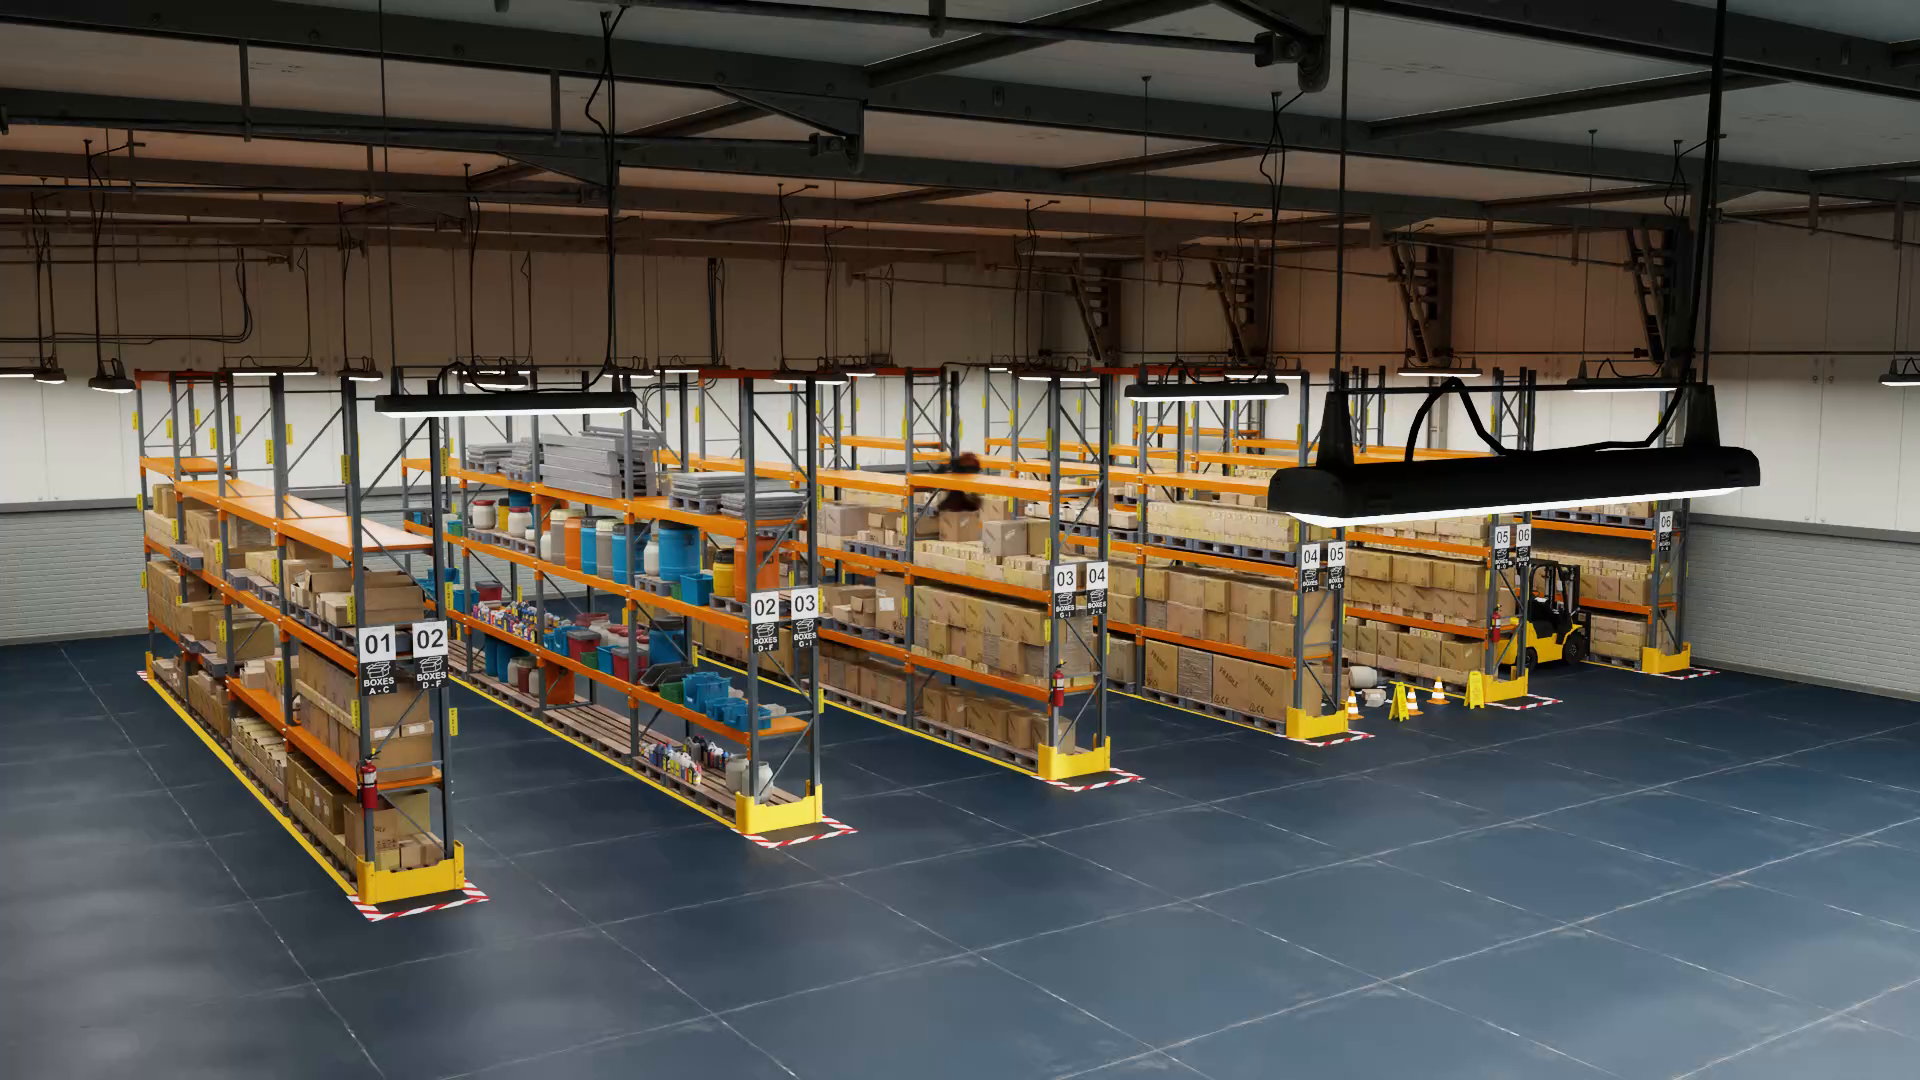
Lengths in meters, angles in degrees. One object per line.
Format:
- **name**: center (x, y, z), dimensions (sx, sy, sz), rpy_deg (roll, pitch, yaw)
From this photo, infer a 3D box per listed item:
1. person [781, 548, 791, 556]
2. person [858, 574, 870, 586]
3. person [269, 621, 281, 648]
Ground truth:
- **person**: center (-4.276, 0.945, 40.334), dimensions (0.722, 1.684, 0.911), rpy_deg (1, 7, 9)
- **person**: center (-2.462, 0.749, 42.095), dimensions (0.942, 1.708, 0.672), rpy_deg (2, 7, 19)
- **person**: center (-13.904, 1.682, 33.653), dimensions (0.626, 1.724, 0.771), rpy_deg (2, 7, 18)
